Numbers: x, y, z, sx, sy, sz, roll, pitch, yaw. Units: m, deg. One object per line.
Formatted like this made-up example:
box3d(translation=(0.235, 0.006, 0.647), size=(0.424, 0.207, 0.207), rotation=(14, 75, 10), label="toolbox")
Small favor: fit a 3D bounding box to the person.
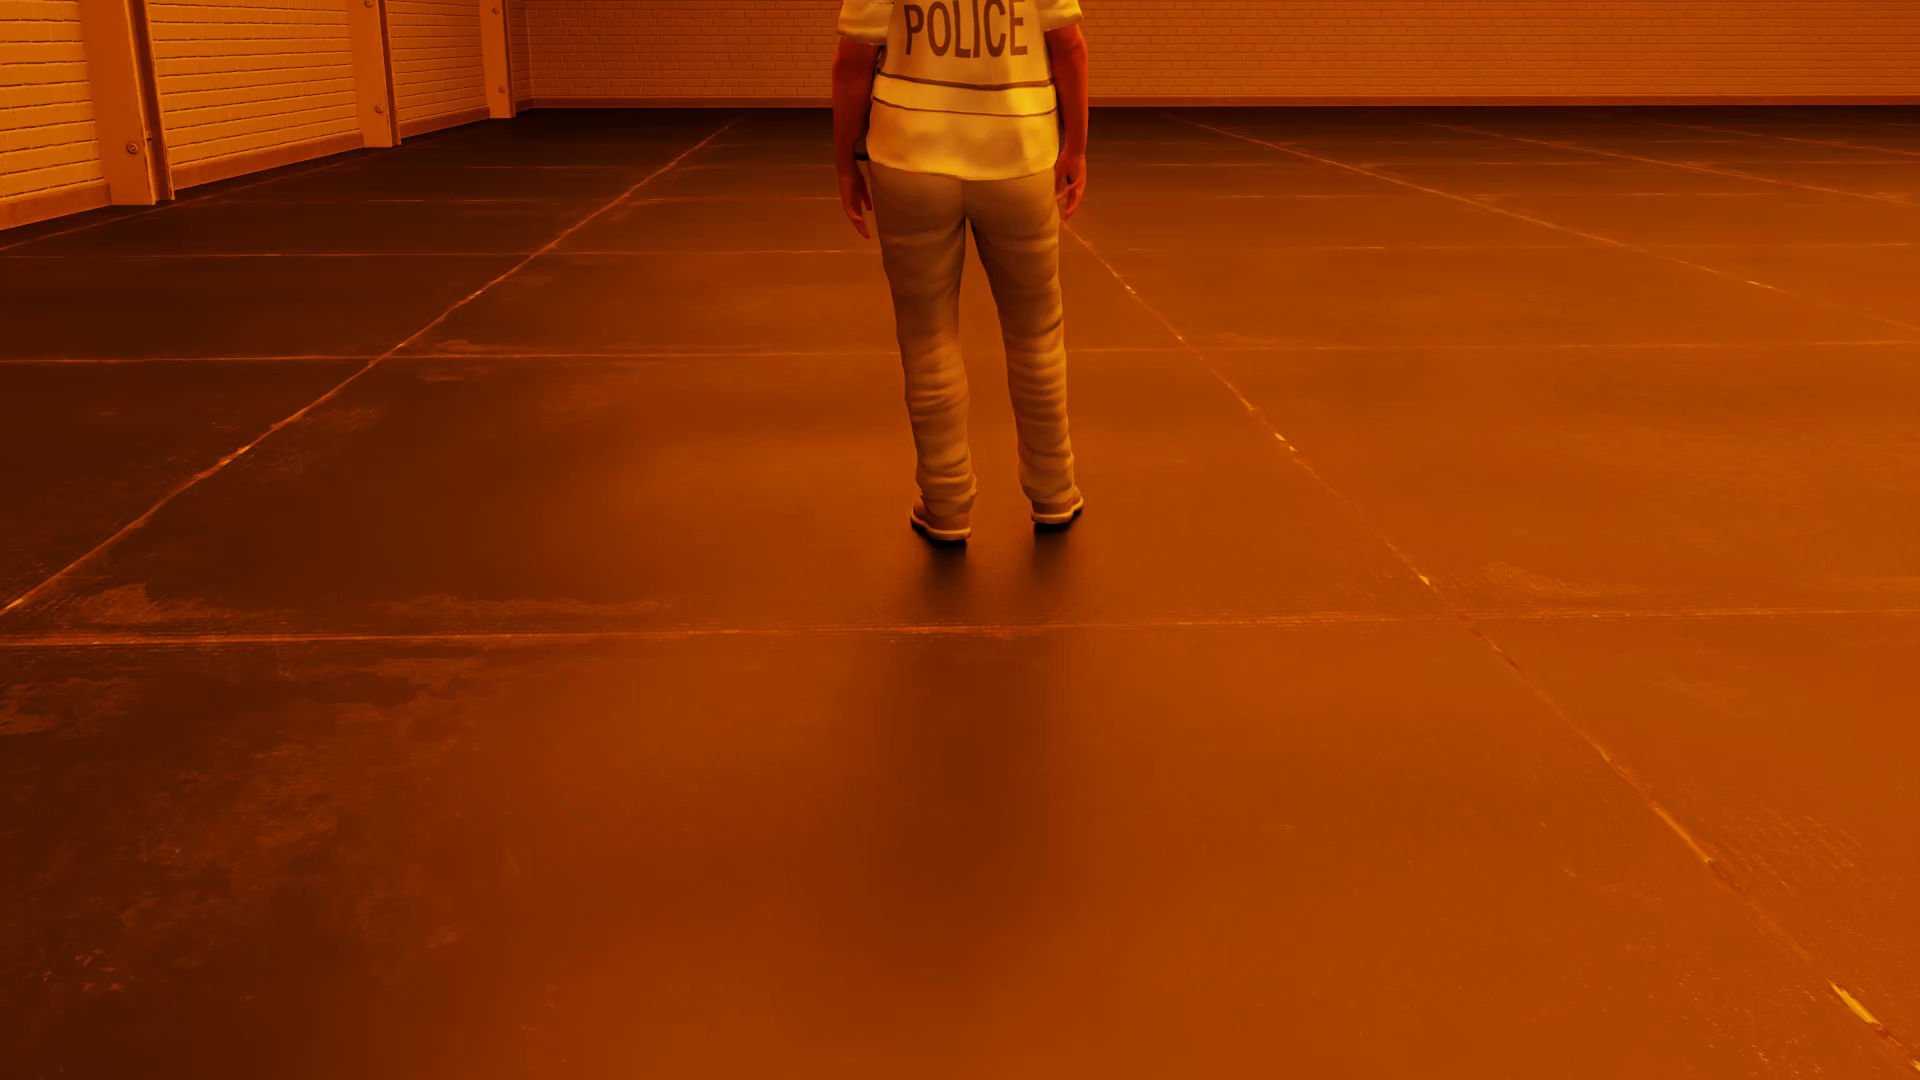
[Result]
box3d(translation=(0.018, -0.827, 3.746), size=(0.599, 1.670, 0.529), rotation=(-1, 17, -3), label="person")
